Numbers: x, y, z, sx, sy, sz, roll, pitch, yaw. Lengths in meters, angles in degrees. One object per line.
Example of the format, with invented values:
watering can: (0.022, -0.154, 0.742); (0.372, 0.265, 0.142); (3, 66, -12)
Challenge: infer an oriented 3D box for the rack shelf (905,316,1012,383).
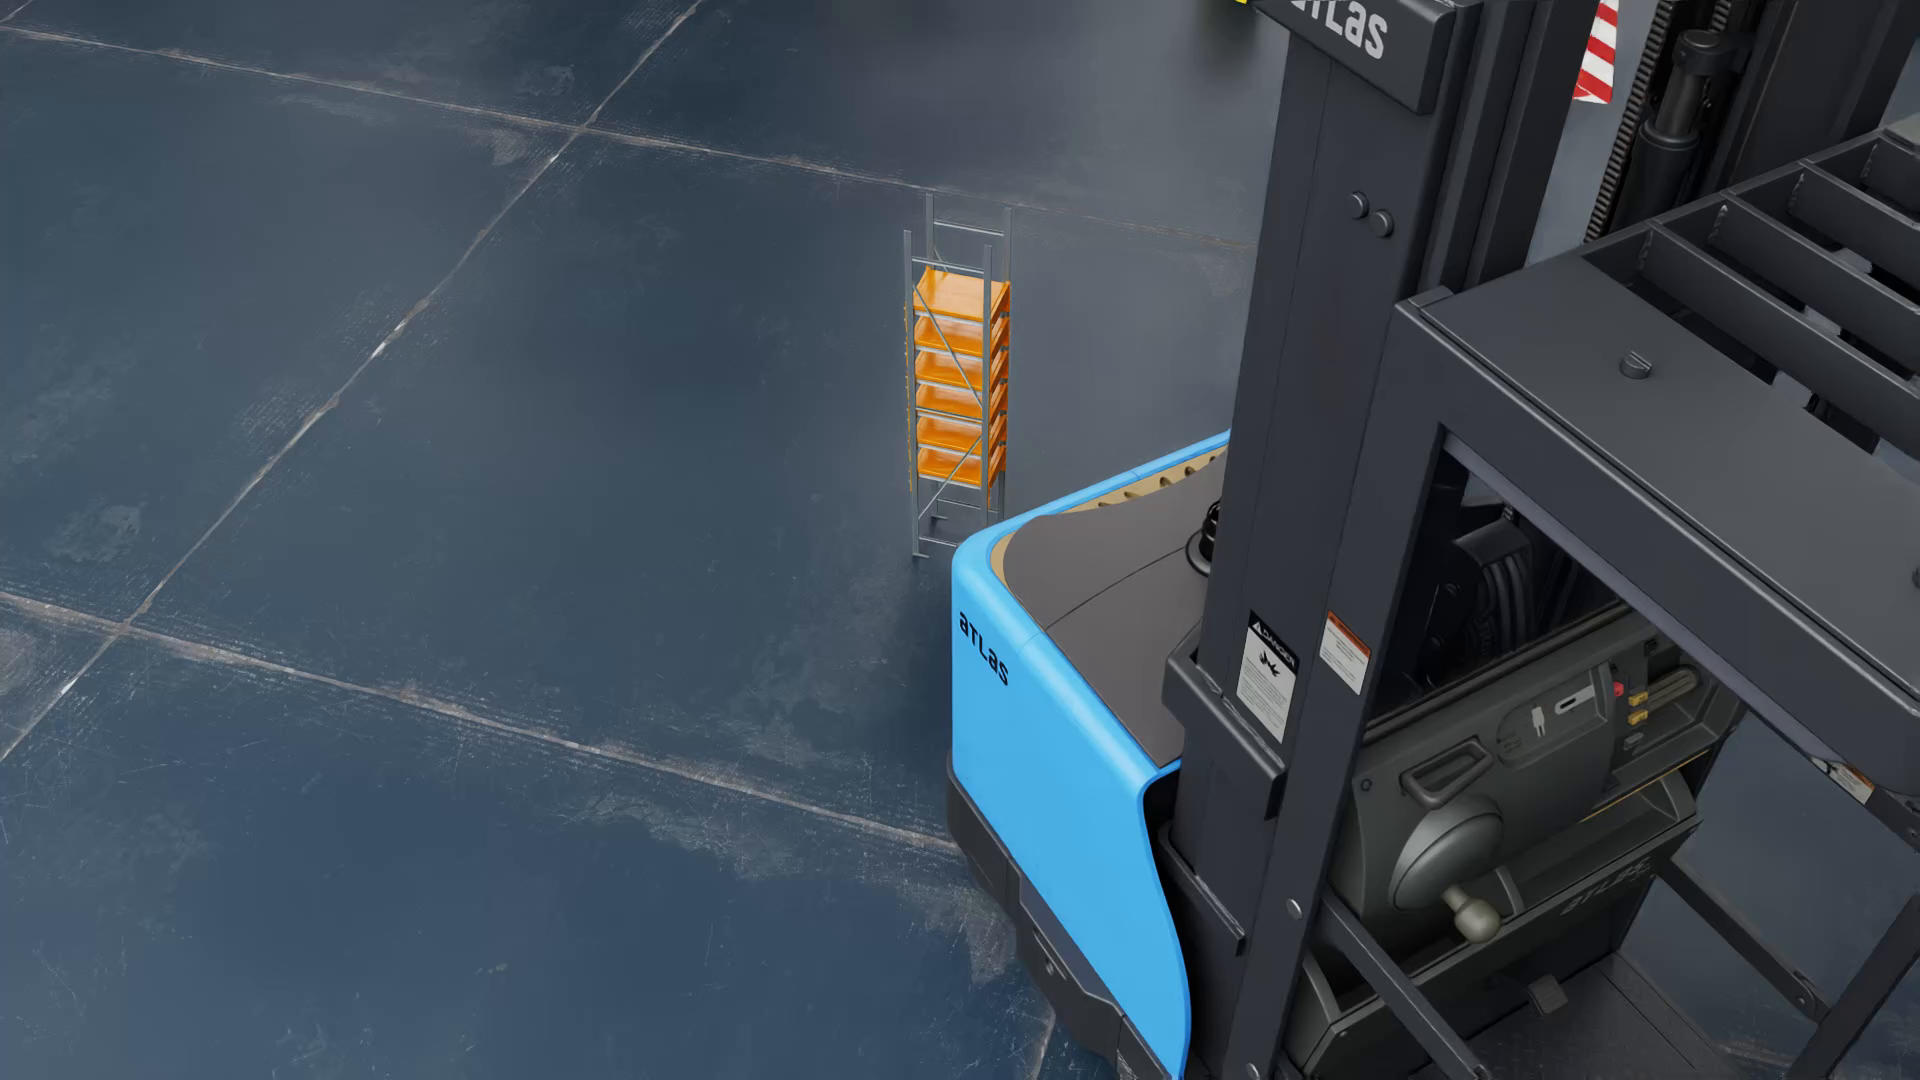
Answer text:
rack shelf: (-0.004, -0.559, 4.684); (0.258, 0.103, 0.180); (13, 46, 12)

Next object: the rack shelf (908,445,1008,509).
rack shelf: (-0.004, -0.216, 5.019); (0.258, 0.103, 0.180); (13, 46, 12)

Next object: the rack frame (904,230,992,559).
rack frame: (-0.032, -0.358, 4.758); (0.240, 1.200, 0.006); (13, 46, 12)

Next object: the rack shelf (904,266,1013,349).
rack shelf: (-0.004, -0.645, 4.600); (0.258, 0.103, 0.180); (13, 46, 12)

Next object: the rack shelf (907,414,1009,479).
rack shelf: (-0.004, -0.302, 4.936); (0.258, 0.103, 0.180); (13, 46, 12)

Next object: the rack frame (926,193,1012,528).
rack frame: (0.023, -0.480, 4.883); (0.240, 1.200, 0.006); (13, 46, 12)

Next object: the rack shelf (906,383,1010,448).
rack shelf: (-0.004, -0.387, 4.852); (0.258, 0.103, 0.180); (13, 46, 12)

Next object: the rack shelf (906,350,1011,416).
rack shelf: (-0.004, -0.473, 4.768); (0.258, 0.103, 0.180); (13, 46, 12)

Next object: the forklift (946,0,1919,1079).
forklift: (1.139, 0.448, 2.697); (1.130, 2.935, 3.031); (-22, 49, -21)

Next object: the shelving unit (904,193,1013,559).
shelving unit: (-0.004, -0.419, 4.821); (0.258, 1.200, 0.189); (13, 46, 12)

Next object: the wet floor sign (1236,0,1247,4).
wet floor sign: (1.308, -2.874, 7.726); (0.267, 0.644, 0.232); (28, 51, 26)
